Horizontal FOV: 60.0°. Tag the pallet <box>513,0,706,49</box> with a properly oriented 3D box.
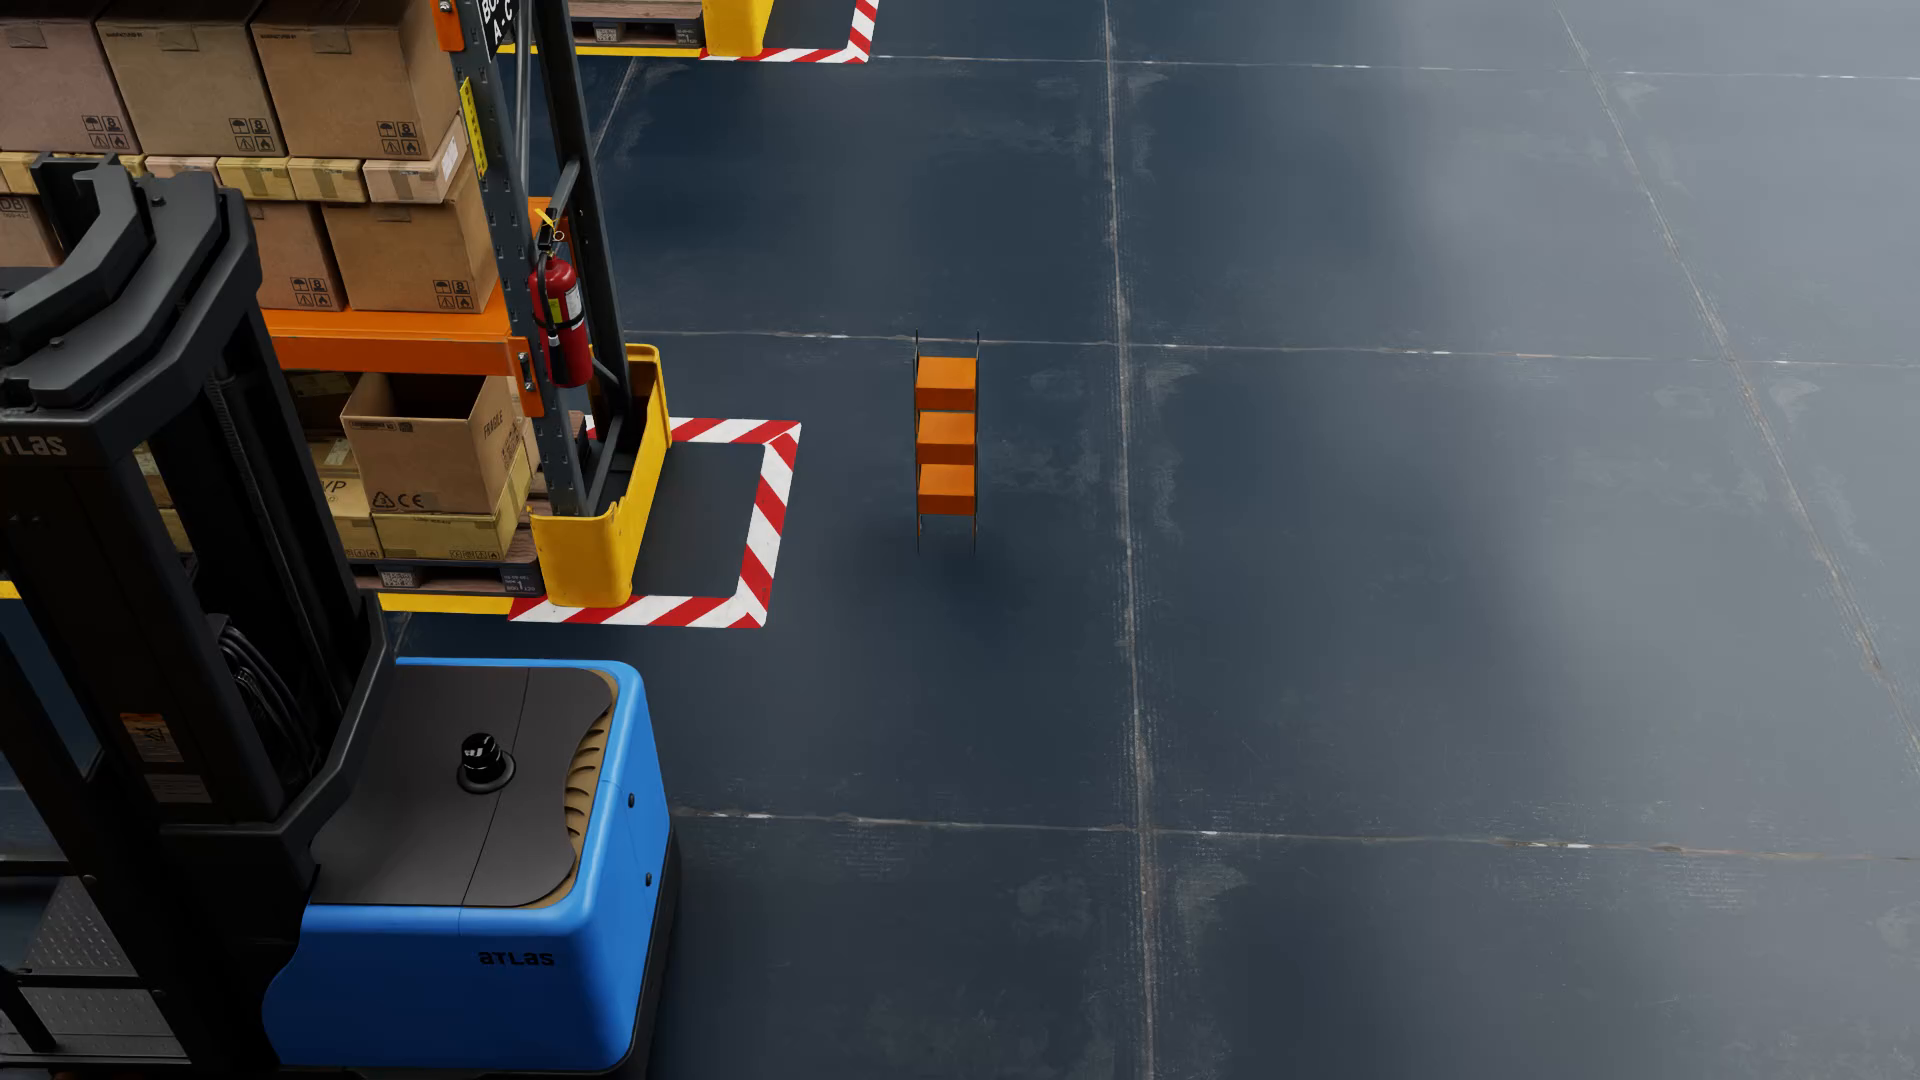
[{"bbox_3d":[-2.225,-3.566,10.923,1.213,0.211,1.003,2,43,2],"label":"pallet"}]

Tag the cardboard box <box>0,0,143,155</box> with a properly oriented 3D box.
[{"bbox_3d":[-3.110,-1.778,5.933,0.500,0.500,0.700,2,43,2],"label":"cardboard box"}]

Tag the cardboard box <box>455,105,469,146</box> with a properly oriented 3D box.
[{"bbox_3d":[-1.945,-1.647,6.268,0.250,0.149,0.380,1,43,2],"label":"cardboard box"}]

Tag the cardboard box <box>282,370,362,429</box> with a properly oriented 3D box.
[{"bbox_3d":[-2.588,-0.819,7.087,0.500,0.500,0.500,2,43,2],"label":"cardboard box"}]

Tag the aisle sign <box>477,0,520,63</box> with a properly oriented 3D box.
[{"bbox_3d":[-1.510,-1.964,5.250,0.004,0.787,0.394,2,43,2],"label":"aisle sign"}]

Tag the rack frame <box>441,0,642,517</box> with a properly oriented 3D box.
[{"bbox_3d":[-1.562,-1.215,6.353,0.127,3.000,1.000,2,43,2],"label":"rack frame"}]

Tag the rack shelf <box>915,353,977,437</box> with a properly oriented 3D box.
[{"bbox_3d":[-0.053,-0.586,6.708,0.240,0.259,0.215,2,43,2],"label":"rack shelf"}]

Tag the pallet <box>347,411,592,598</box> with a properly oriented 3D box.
[{"bbox_3d":[-2.328,-0.189,7.298,1.213,0.211,1.003,2,43,2],"label":"pallet"}]

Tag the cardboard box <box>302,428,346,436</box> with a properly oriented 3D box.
[{"bbox_3d":[-2.588,-0.543,7.341,0.500,0.250,0.500,2,43,2],"label":"cardboard box"}]

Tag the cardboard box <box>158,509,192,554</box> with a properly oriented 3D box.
[{"bbox_3d":[-3.111,-0.199,6.972,0.500,0.250,0.500,2,43,2],"label":"cardboard box"}]

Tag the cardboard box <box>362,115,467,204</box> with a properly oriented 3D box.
[{"bbox_3d":[-1.953,-1.371,5.971,0.250,0.149,0.380,1,43,1],"label":"cardboard box"}]

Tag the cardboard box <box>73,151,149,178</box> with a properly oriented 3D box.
[{"bbox_3d":[-2.983,-1.402,6.006,0.250,0.149,0.380,3,43,3],"label":"cardboard box"}]

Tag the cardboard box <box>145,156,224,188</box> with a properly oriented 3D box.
[{"bbox_3d":[-2.721,-1.395,5.997,0.250,0.149,0.380,2,43,2],"label":"cardboard box"}]

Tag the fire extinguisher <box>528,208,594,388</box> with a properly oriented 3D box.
[{"bbox_3d":[-1.465,-0.866,6.036,0.183,0.674,0.296,2,43,2],"label":"fire extinguisher"}]

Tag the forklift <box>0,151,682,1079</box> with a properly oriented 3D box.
[{"bbox_3d":[-2.511,0.403,4.667,3.031,2.935,1.130,1,43,1],"label":"forklift"}]

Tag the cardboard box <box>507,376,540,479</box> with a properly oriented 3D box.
[{"bbox_3d":[-2.088,-0.530,7.328,0.500,0.250,0.500,2,43,2],"label":"cardboard box"}]

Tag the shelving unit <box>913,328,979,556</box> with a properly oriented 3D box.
[{"bbox_3d":[-0.053,-0.386,6.894,0.252,1.050,0.215,2,43,2],"label":"shelving unit"}]

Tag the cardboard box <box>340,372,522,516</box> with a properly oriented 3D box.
[{"bbox_3d":[-2.112,-0.450,6.692,0.500,0.500,0.500,2,43,2],"label":"cardboard box"}]

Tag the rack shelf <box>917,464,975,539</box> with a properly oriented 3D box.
[{"bbox_3d":[-0.053,-0.175,7.091,0.240,0.259,0.215,2,43,2],"label":"rack shelf"}]

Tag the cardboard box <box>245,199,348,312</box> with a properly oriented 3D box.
[{"bbox_3d":[-2.553,-1.287,6.358,0.500,0.500,0.700,3,43,3],"label":"cardboard box"}]

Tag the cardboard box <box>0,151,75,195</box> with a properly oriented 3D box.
[{"bbox_3d":[-3.246,-1.409,6.013,0.250,0.149,0.380,3,43,3],"label":"cardboard box"}]

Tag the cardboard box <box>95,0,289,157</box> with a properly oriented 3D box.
[{"bbox_3d":[-2.607,-1.763,5.917,0.500,0.500,0.700,1,43,1],"label":"cardboard box"}]

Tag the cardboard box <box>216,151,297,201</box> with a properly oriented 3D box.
[{"bbox_3d":[-2.470,-1.385,5.987,0.250,0.149,0.380,1,43,1],"label":"cardboard box"}]

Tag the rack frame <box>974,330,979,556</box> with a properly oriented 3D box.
[{"bbox_3d":[0.068,-0.382,6.890,0.008,1.050,0.200,2,43,2],"label":"rack frame"}]

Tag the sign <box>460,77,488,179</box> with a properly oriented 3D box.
[{"bbox_3d":[-1.601,-1.356,5.482,0.005,0.325,0.100,2,43,2],"label":"sign"}]

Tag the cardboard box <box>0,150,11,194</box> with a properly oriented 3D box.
[{"bbox_3d":[-3.502,-1.417,6.021,0.250,0.149,0.380,1,43,1],"label":"cardboard box"}]

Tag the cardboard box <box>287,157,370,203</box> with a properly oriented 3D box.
[{"bbox_3d":[-2.214,-1.378,5.979,0.250,0.149,0.380,3,43,3],"label":"cardboard box"}]

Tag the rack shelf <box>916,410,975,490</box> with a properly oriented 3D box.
[{"bbox_3d":[-0.053,-0.378,6.901,0.240,0.259,0.215,2,43,2],"label":"rack shelf"}]

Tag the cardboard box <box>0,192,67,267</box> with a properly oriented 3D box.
[{"bbox_3d":[-3.575,-1.320,6.393,0.500,0.500,0.700,3,43,3],"label":"cardboard box"}]

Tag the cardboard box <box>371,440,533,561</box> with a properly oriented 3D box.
[{"bbox_3d":[-2.111,-0.178,6.949,0.500,0.250,0.500,2,43,2],"label":"cardboard box"}]

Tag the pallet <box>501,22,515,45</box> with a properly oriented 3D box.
[{"bbox_3d":[-3.440,-3.605,10.965,1.213,0.211,1.003,2,43,2],"label":"pallet"}]

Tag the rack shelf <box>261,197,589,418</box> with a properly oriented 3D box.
[{"bbox_3d":[-3.560,-1.013,6.664,4.000,0.370,1.077,2,43,2],"label":"rack shelf"}]

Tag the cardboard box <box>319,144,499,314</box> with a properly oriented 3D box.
[{"bbox_3d":[-2.028,-1.274,6.344,0.500,0.500,0.700,2,43,2],"label":"cardboard box"}]

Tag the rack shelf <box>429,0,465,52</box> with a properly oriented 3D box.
[{"bbox_3d":[-3.560,-2.110,5.642,4.000,0.370,1.077,2,43,2],"label":"rack shelf"}]

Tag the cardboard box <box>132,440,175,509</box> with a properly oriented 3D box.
[{"bbox_3d":[-3.111,-0.471,6.714,0.500,0.500,0.500,2,43,2],"label":"cardboard box"}]

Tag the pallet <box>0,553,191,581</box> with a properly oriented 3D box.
[{"bbox_3d":[-3.544,-0.229,7.341,1.213,0.211,1.003,2,43,2],"label":"pallet"}]

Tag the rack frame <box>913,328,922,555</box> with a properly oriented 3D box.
[{"bbox_3d":[-0.175,-0.390,6.898,0.008,1.050,0.200,2,43,2],"label":"rack frame"}]

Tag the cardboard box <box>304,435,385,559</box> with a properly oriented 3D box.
[{"bbox_3d":[-2.611,-0.185,6.957,0.500,0.250,0.500,2,43,2],"label":"cardboard box"}]

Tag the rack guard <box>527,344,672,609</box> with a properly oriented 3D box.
[{"bbox_3d":[-1.538,-0.299,7.205,0.348,0.500,1.175,2,43,2],"label":"rack guard"}]

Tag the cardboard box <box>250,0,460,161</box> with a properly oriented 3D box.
[{"bbox_3d":[-2.081,-1.751,5.903,0.500,0.500,0.700,2,43,2],"label":"cardboard box"}]

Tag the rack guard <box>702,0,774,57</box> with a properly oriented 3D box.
[{"bbox_3d":[-1.414,-3.643,10.794,0.348,0.500,1.175,2,43,2],"label":"rack guard"}]

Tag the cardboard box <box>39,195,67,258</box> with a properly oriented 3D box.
[{"bbox_3d":[-3.049,-1.306,6.378,0.500,0.500,0.700,2,43,2],"label":"cardboard box"}]
